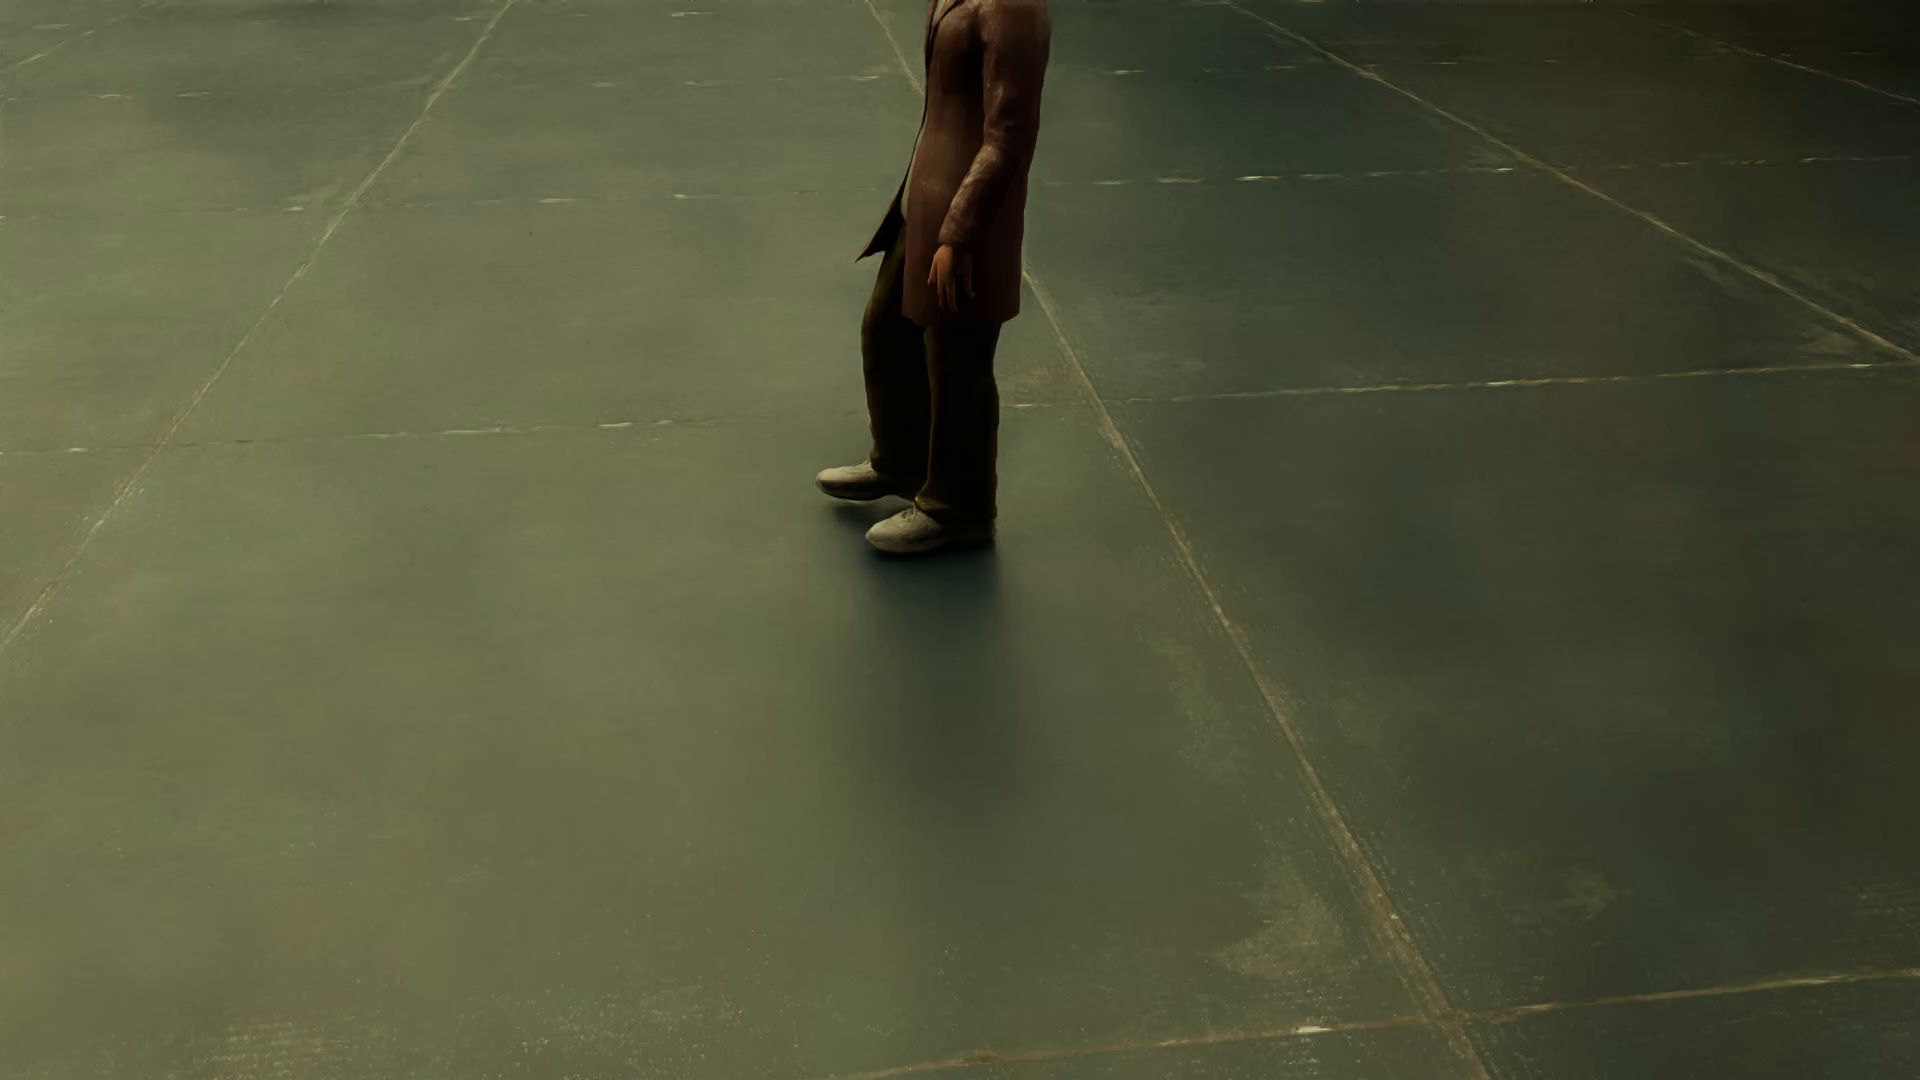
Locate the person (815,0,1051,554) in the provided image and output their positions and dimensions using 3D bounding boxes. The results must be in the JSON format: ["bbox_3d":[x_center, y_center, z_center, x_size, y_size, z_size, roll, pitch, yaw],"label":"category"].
[{"bbox_3d":[-0.089,-0.806,4.210,0.586,1.775,0.694,-3,26,-7],"label":"person"}]
